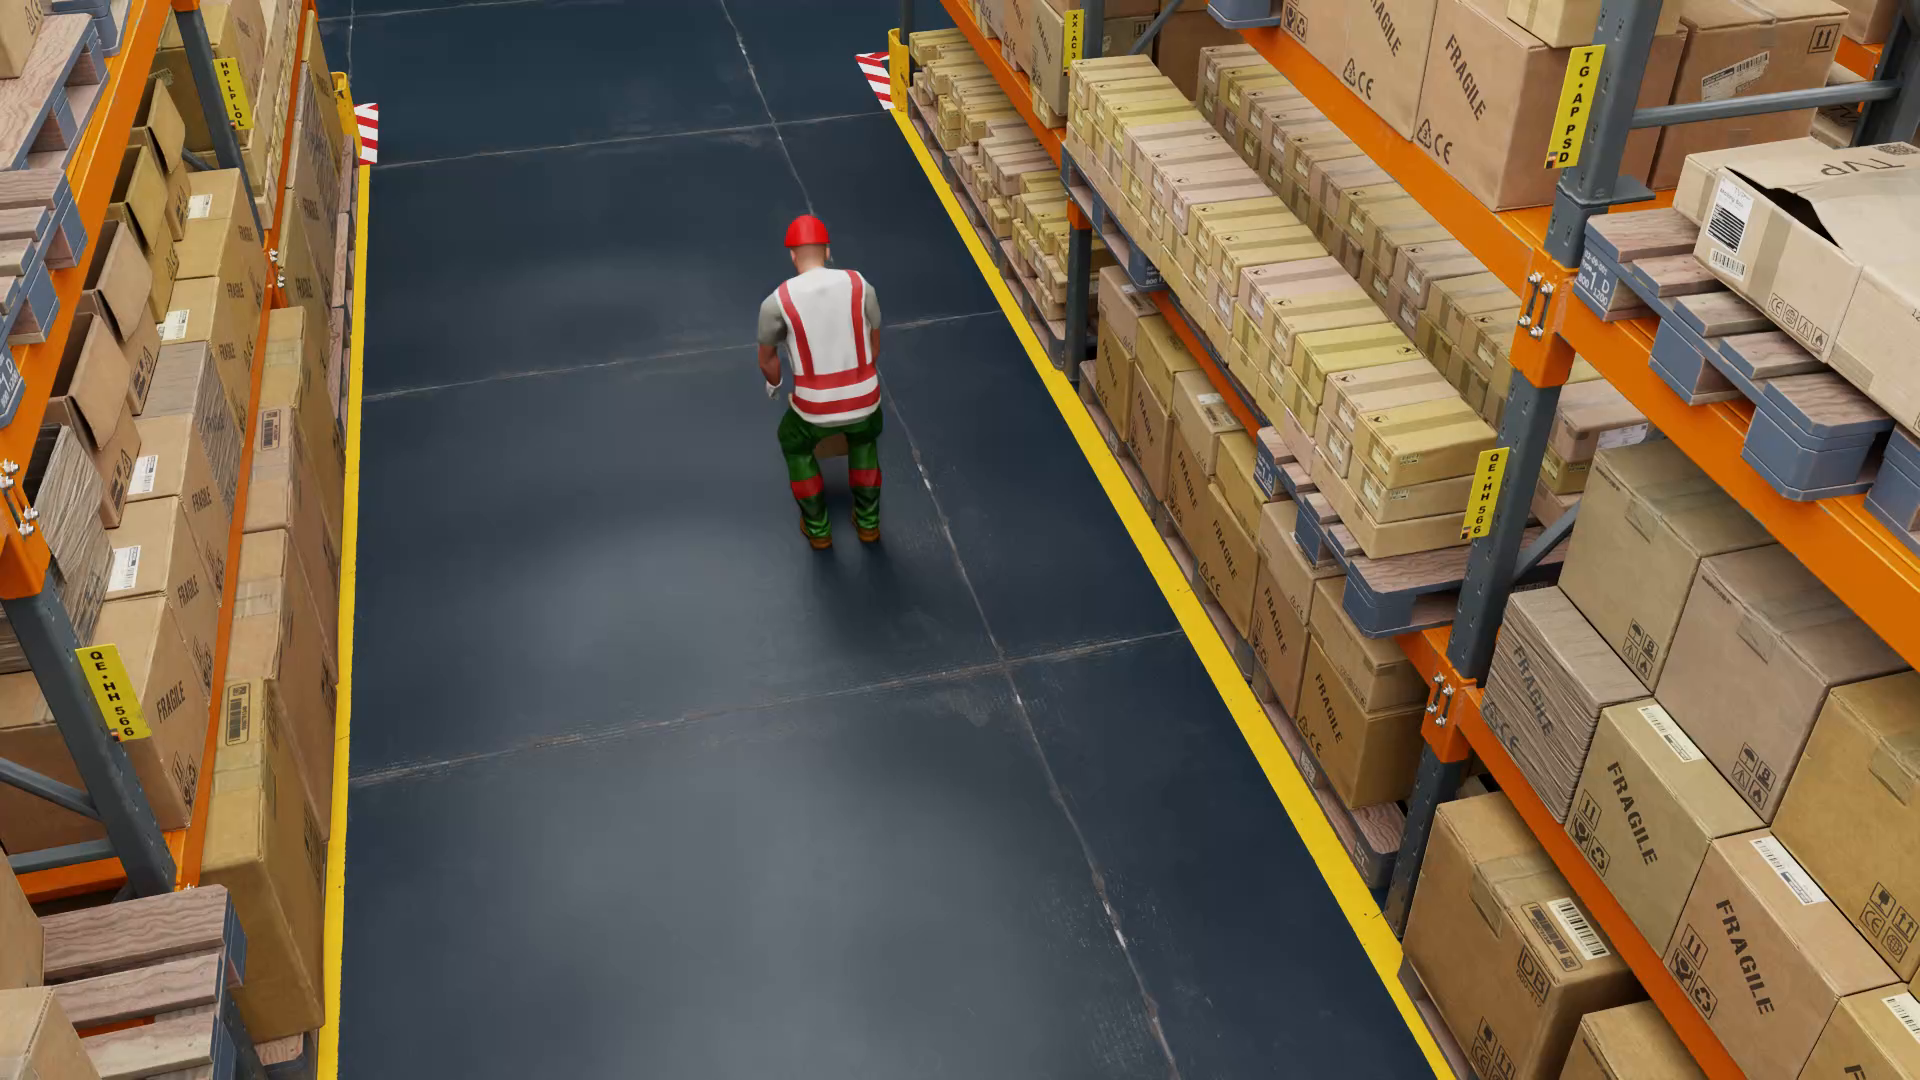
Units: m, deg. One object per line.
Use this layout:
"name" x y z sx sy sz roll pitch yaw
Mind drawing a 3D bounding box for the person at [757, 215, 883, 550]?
"person" -0.638 -0.700 7.748 0.572 1.604 0.625 -9 39 -11
